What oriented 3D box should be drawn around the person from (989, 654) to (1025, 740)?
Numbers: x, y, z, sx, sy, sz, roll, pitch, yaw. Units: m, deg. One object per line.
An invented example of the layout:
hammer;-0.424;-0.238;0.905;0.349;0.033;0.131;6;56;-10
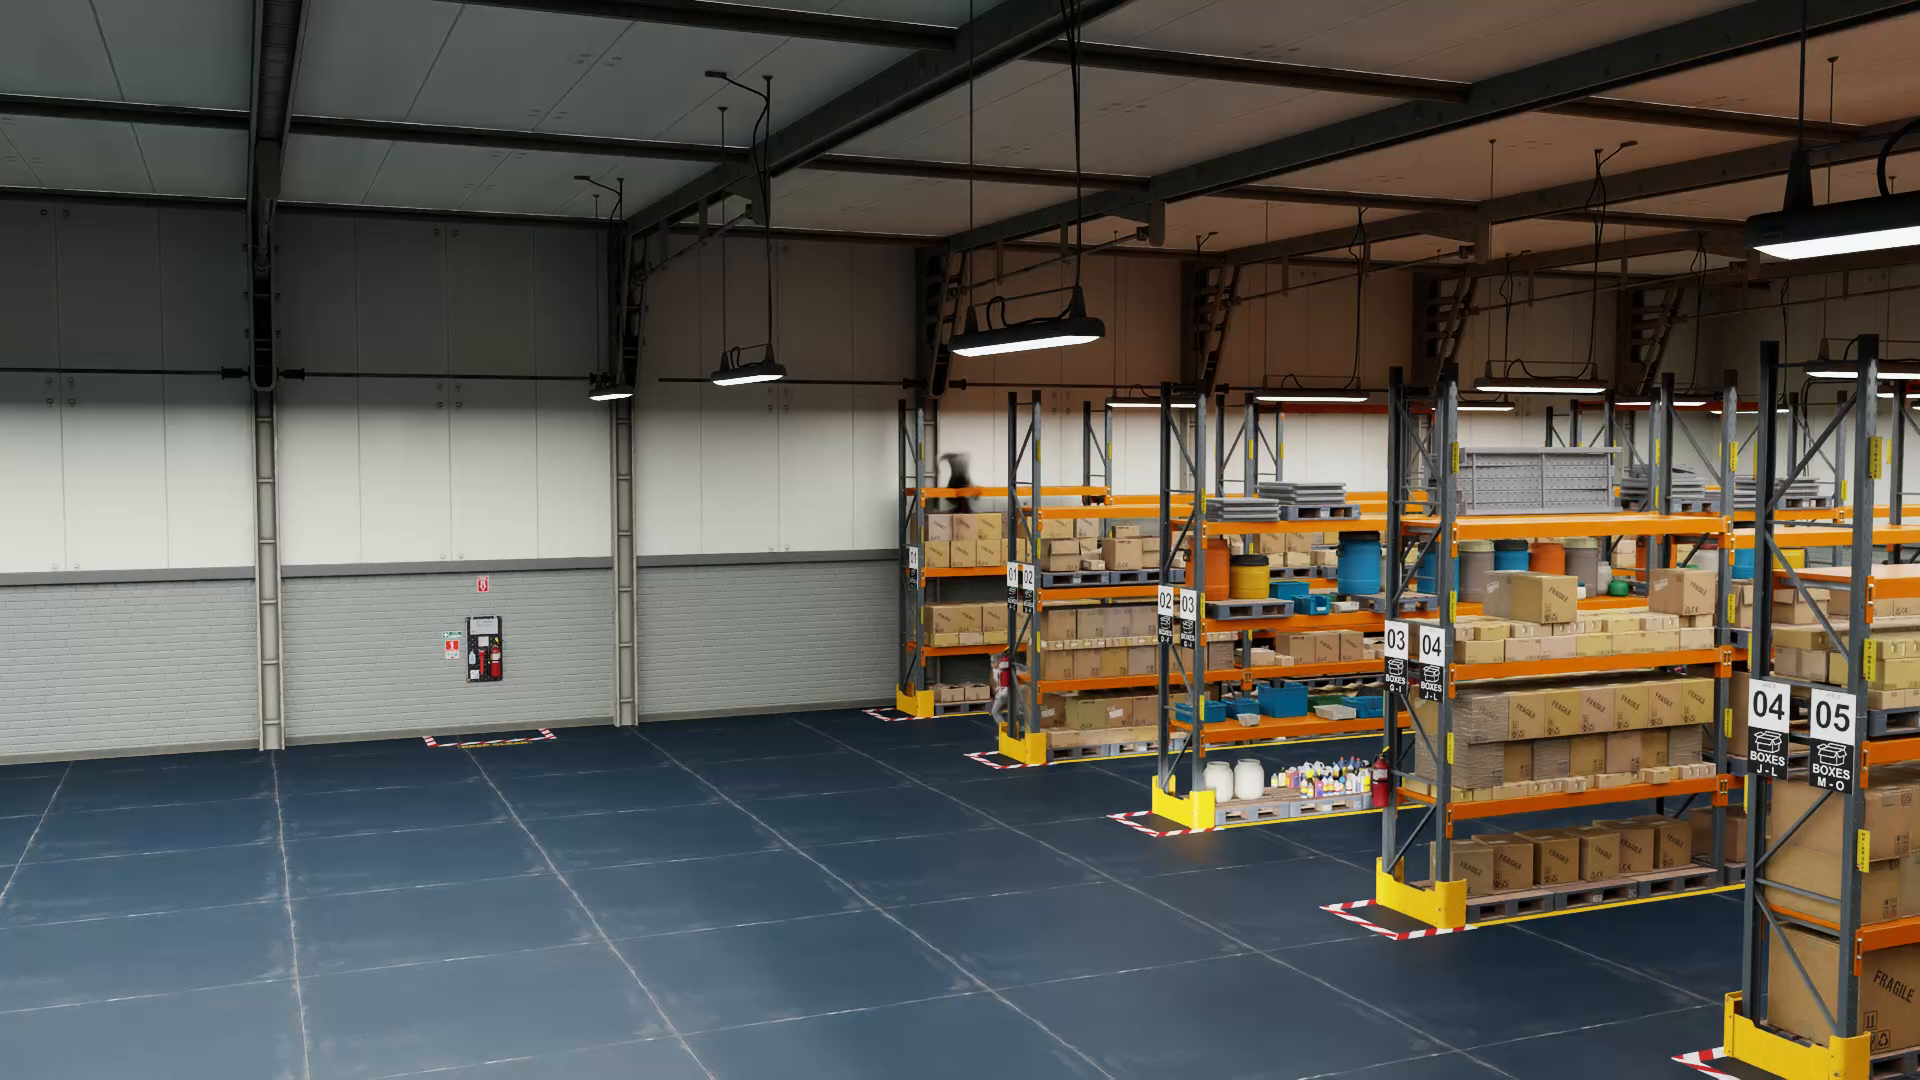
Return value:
person;0.912;2.727;29.125;1.011;1.532;0.607;-3;4;-40
